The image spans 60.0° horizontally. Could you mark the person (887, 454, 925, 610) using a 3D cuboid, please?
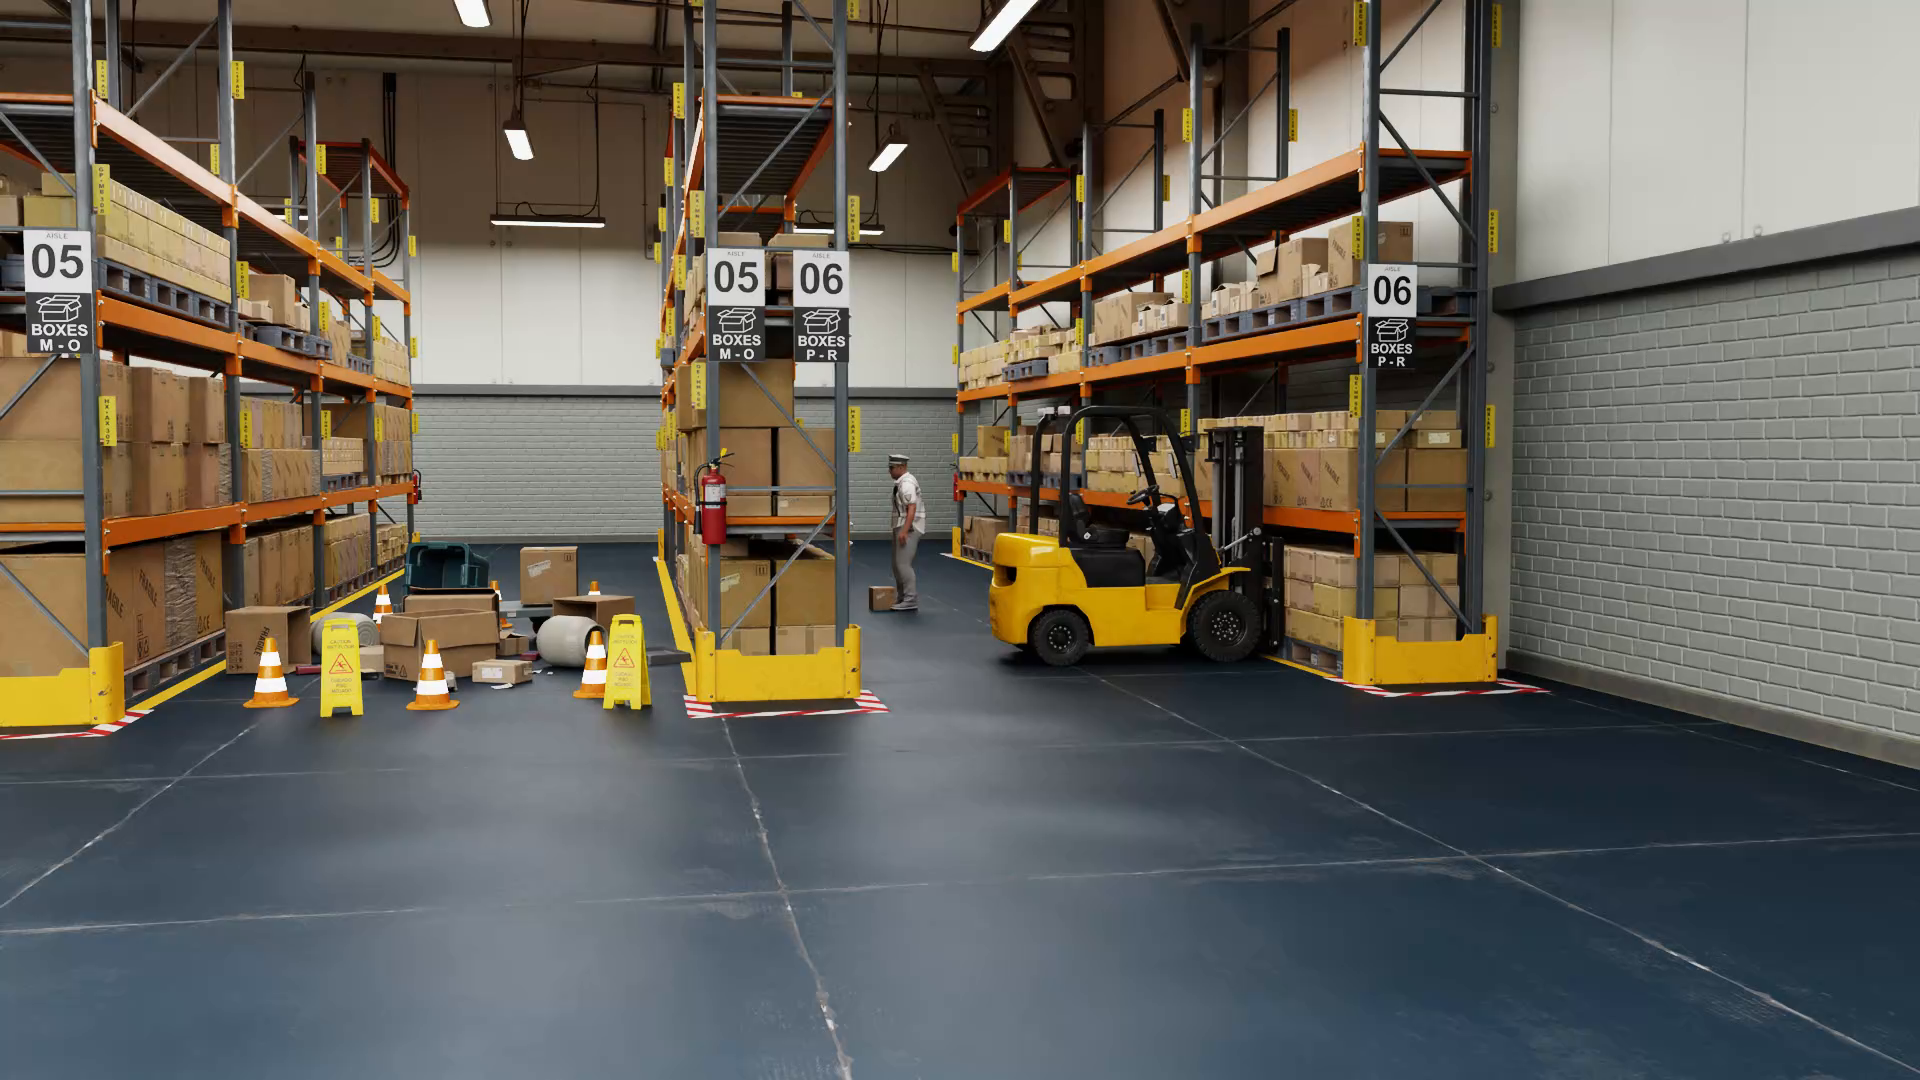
[{"bbox_3d":[-0.619,-0.094,18.807,0.436,1.748,0.586,-1,3,-11],"label":"person"}]
